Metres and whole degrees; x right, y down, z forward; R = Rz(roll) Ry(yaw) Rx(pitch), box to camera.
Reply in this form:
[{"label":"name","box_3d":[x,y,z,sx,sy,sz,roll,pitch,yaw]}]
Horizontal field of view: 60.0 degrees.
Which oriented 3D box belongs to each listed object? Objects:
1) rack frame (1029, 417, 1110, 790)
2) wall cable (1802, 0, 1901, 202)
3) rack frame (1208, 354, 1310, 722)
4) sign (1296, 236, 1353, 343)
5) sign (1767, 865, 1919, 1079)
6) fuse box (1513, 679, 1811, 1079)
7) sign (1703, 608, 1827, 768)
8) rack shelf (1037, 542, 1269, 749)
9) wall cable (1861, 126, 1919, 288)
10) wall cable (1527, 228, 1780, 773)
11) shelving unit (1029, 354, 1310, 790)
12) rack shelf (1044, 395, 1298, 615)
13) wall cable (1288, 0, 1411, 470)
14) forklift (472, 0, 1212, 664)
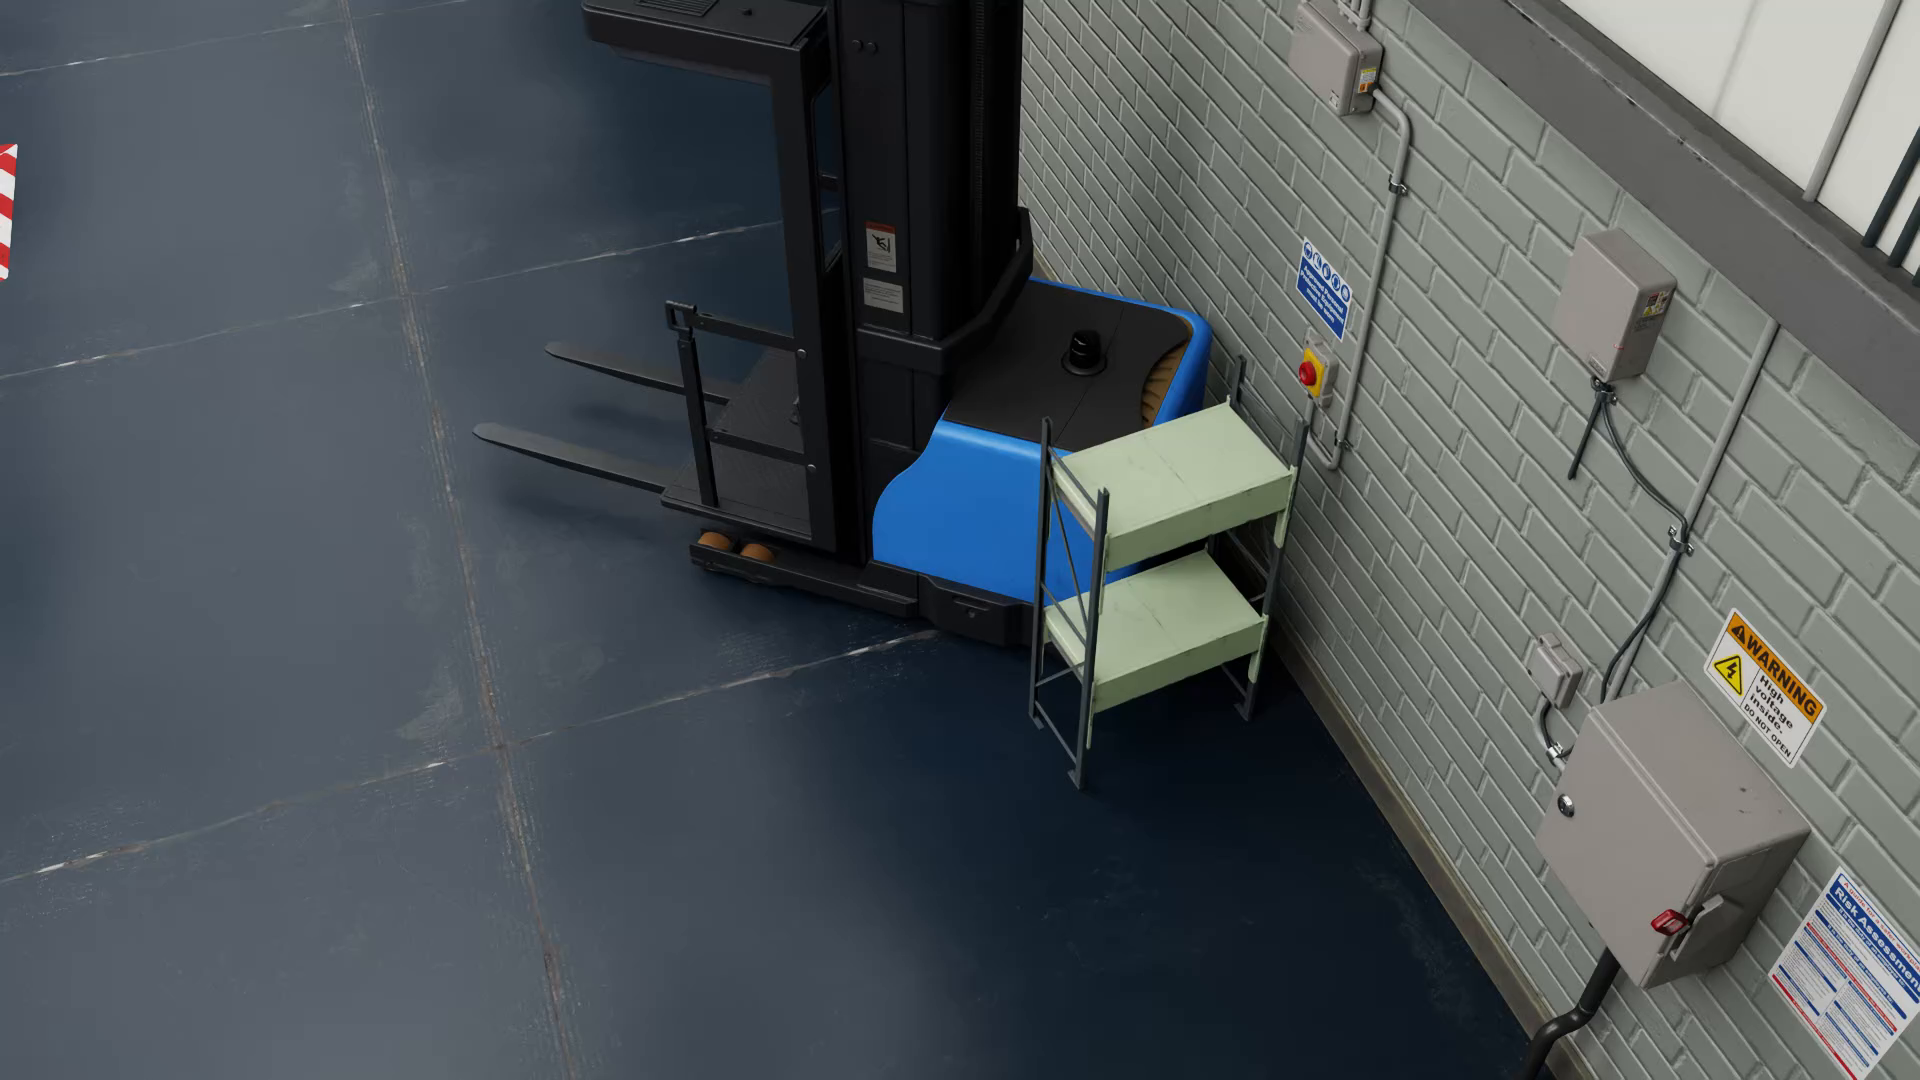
[{"label":"rack frame","box_3d":[0.361,0.263,5.738,0.023,1.500,0.400,-19,48,-18]},{"label":"wall cable","box_3d":[1.392,-2.502,3.199,0.029,3.000,2.355,-14,47,-14]},{"label":"rack frame","box_3d":[1.020,0.037,5.964,0.023,1.500,0.400,-19,48,-18]},{"label":"sign","box_3d":[1.221,-0.844,5.592,0.001,0.218,0.327,-14,47,-14]},{"label":"sign","box_3d":[2.119,1.046,3.966,0.001,0.494,0.329,-14,47,-14]},{"label":"fuse box","box_3d":[1.756,1.188,4.667,0.414,1.711,0.539,-14,47,-14]},{"label":"sign","box_3d":[1.932,0.355,4.005,0.001,0.242,0.339,-14,47,-14]},{"label":"rack shelf","box_3d":[0.690,0.380,6.082,0.720,0.370,0.431,-19,48,-18]},{"label":"wall cable","box_3d":[2.302,-0.650,1.327,0.133,3.039,2.988,-14,47,-14]},{"label":"wall cable","box_3d":[1.673,-0.118,4.342,0.122,1.984,0.588,-14,47,-14]},{"label":"shelving unit","box_3d":[0.690,0.150,5.851,0.755,1.500,0.431,-19,48,-18]},{"label":"rack shelf","box_3d":[0.690,-0.125,5.574,0.720,0.370,0.431,-19,48,-18]},{"label":"wall cable","box_3d":[1.180,-1.071,5.270,0.123,1.953,0.585,-14,47,-14]},{"label":"forklift","box_3d":[-0.584,-1.190,6.176,3.031,2.935,1.130,15,47,14]}]
